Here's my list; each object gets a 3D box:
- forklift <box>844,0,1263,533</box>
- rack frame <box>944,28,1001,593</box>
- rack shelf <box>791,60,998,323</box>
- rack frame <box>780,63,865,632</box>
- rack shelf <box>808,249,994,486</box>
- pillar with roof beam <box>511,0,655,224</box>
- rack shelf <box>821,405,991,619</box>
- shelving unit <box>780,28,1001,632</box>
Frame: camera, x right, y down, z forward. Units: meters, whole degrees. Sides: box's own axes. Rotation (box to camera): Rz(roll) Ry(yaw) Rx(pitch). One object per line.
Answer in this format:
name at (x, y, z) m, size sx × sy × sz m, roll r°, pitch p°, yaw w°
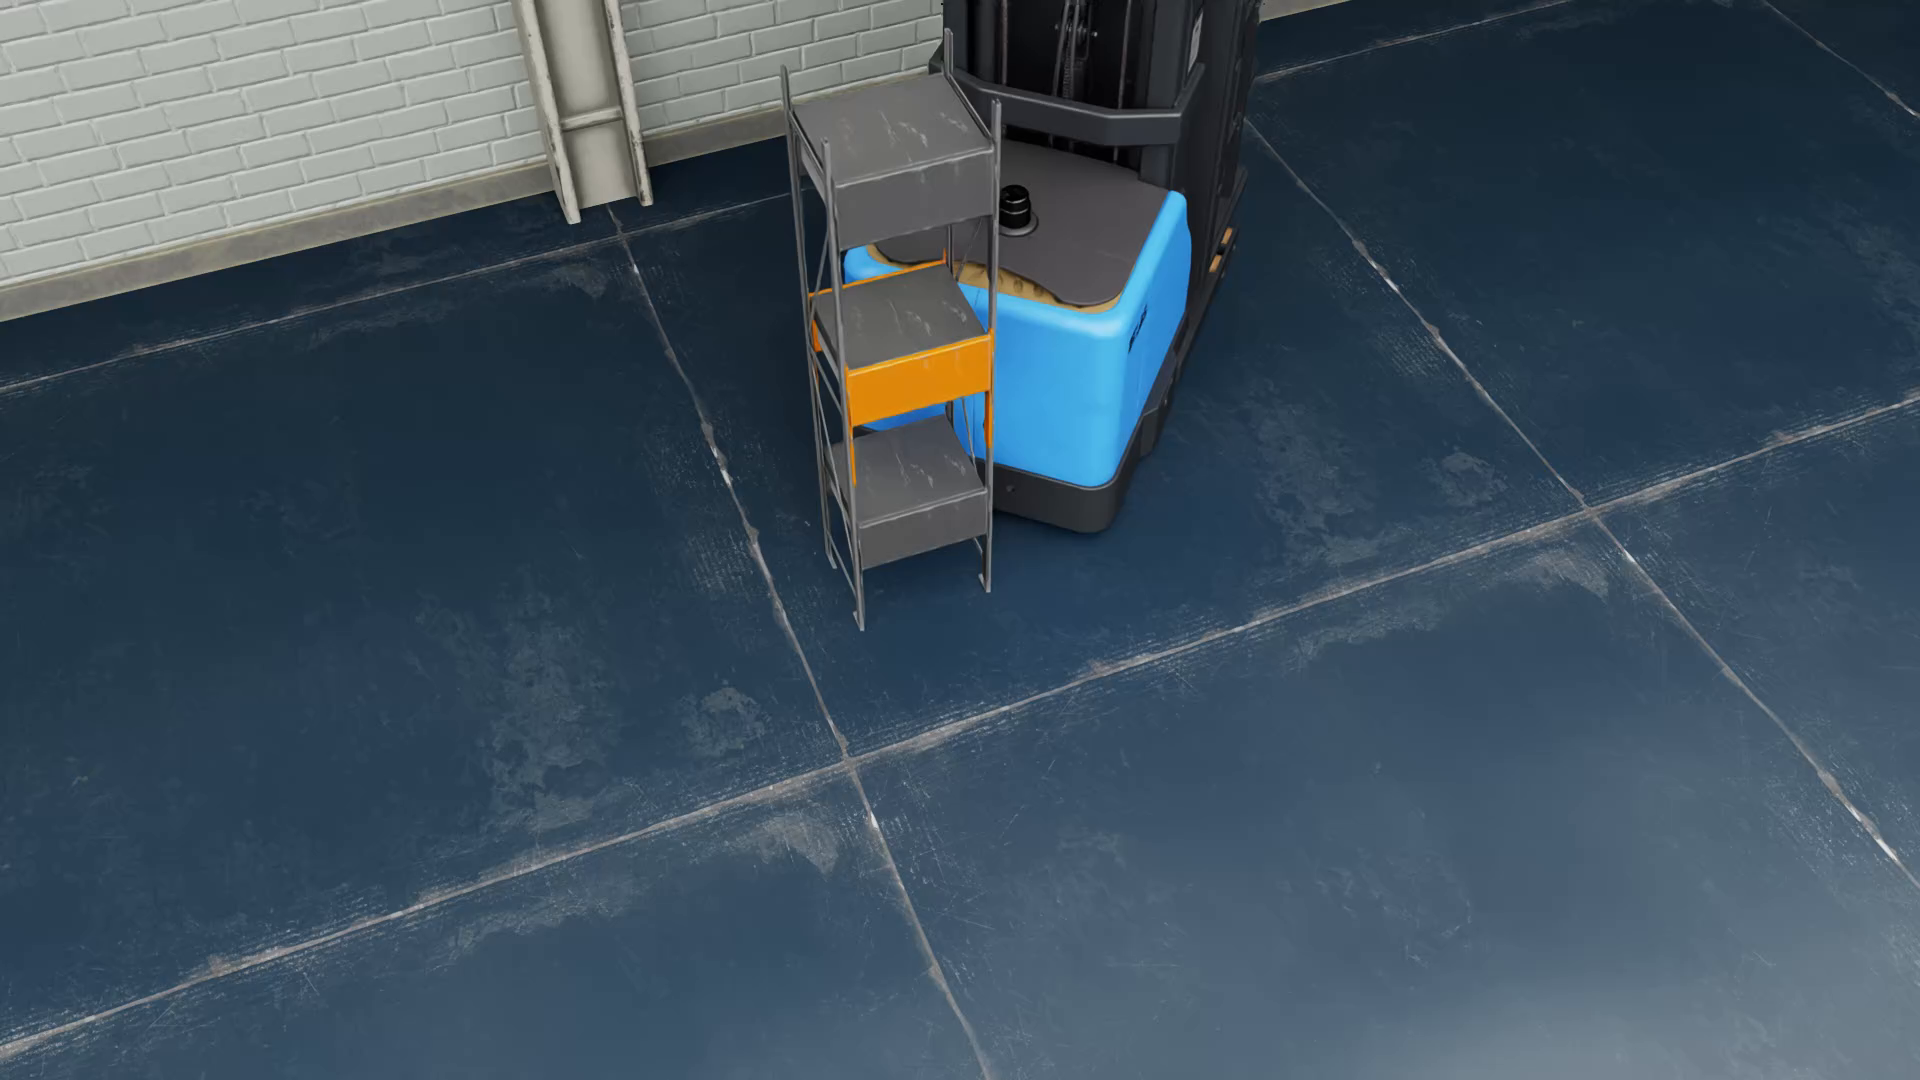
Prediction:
forklift at (0.576, -2.126, 6.143) m, size 1.130 × 2.935 × 3.031 m, roll 16°, pitch 51°, yaw 13°
rack frame at (0.033, -0.631, 5.408) m, size 0.015 × 2.100 × 0.400 m, roll -16°, pitch 51°, yaw -14°
rack shelf at (-0.195, -1.011, 4.830) m, size 0.480 × 0.518 × 0.431 m, roll -16°, pitch 51°, yaw -14°
rack frame at (-0.422, -0.497, 5.293) m, size 0.015 × 2.100 × 0.400 m, roll -16°, pitch 51°, yaw -14°
rack shelf at (-0.195, -0.555, 5.361) m, size 0.480 × 0.518 × 0.431 m, roll -16°, pitch 51°, yaw -14°
pillar with roof beam at (-0.003, -1.489, 1.597) m, size 0.400 × 9.000 × 9.100 m, roll -17°, pitch 52°, yaw -14°
rack shelf at (-0.195, -0.099, 5.892) m, size 0.480 × 0.518 × 0.431 m, roll -16°, pitch 51°, yaw -14°
shelving unit at (-0.195, -0.564, 5.350) m, size 0.503 × 2.100 × 0.431 m, roll -16°, pitch 51°, yaw -14°
